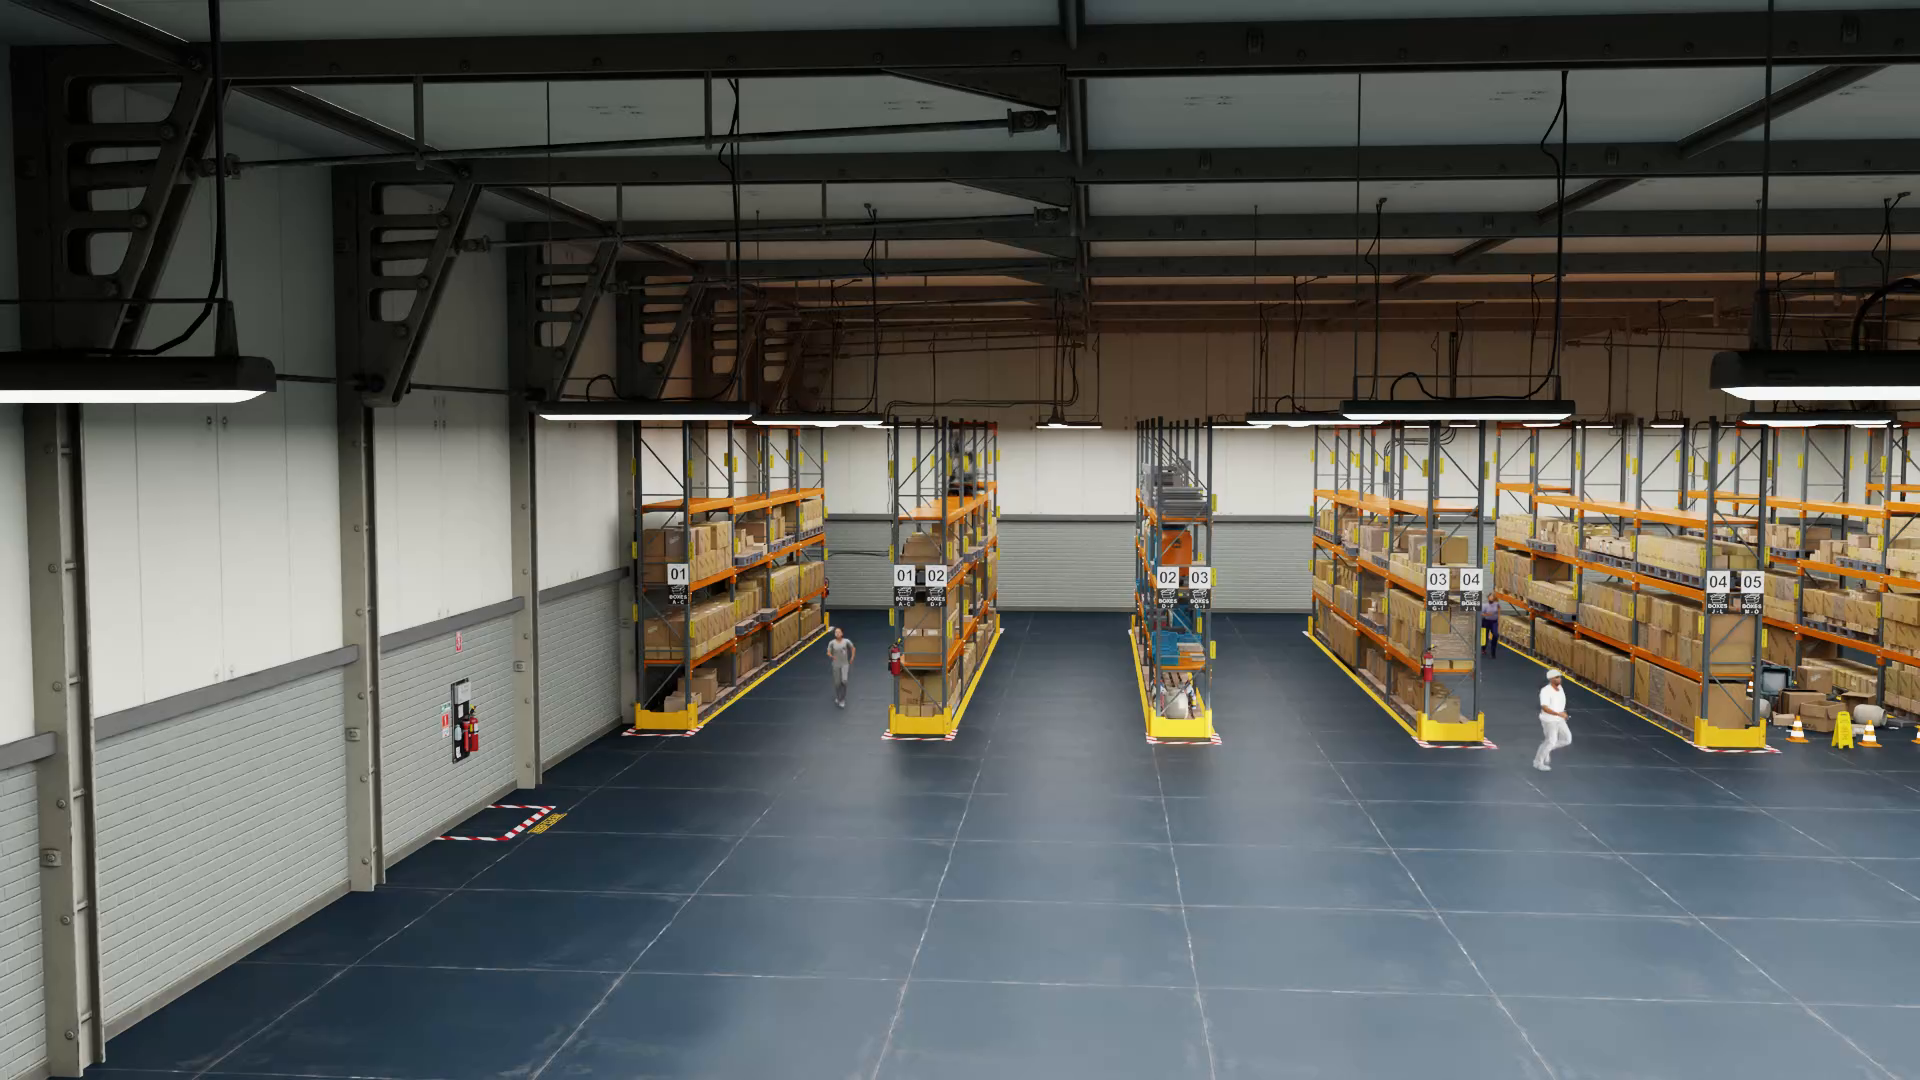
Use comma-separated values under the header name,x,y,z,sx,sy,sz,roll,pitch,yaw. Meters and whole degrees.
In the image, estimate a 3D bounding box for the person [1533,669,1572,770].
name,x,y,z,sx,sy,sz,roll,pitch,yaw
person,10.041,3.030,28.050,0.729,1.719,0.684,-3,5,-40

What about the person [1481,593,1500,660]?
name,x,y,z,sx,sy,sz,roll,pitch,yaw
person,13.394,2.168,42.112,0.627,1.694,0.858,0,4,-2

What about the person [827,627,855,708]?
name,x,y,z,sx,sy,sz,roll,pitch,yaw
person,-2.485,2.648,34.645,0.571,1.675,0.709,0,4,-1
